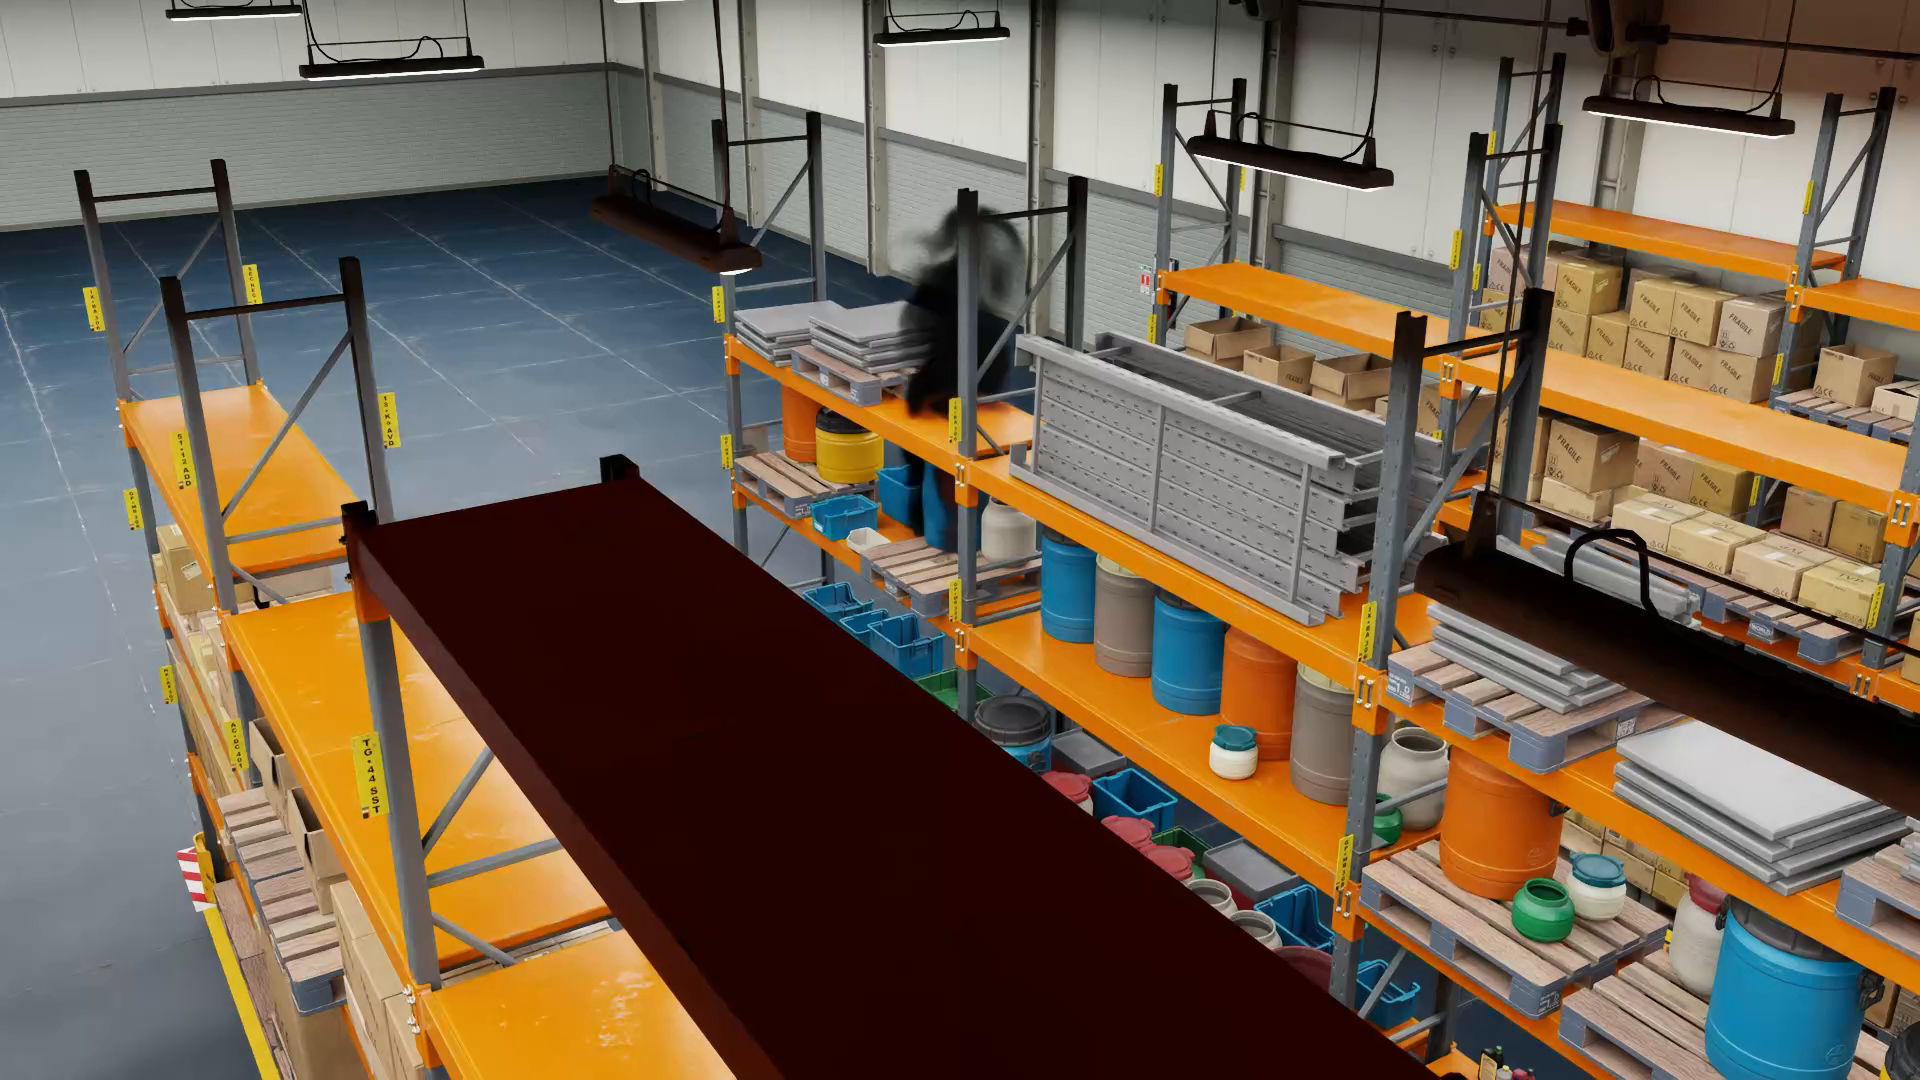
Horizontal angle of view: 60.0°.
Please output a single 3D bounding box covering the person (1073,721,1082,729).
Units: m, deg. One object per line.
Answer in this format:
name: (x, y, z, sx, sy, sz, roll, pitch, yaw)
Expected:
person: (1.350, 1.263, 16.052, 0.765, 1.678, 0.565, 15, 26, 33)
